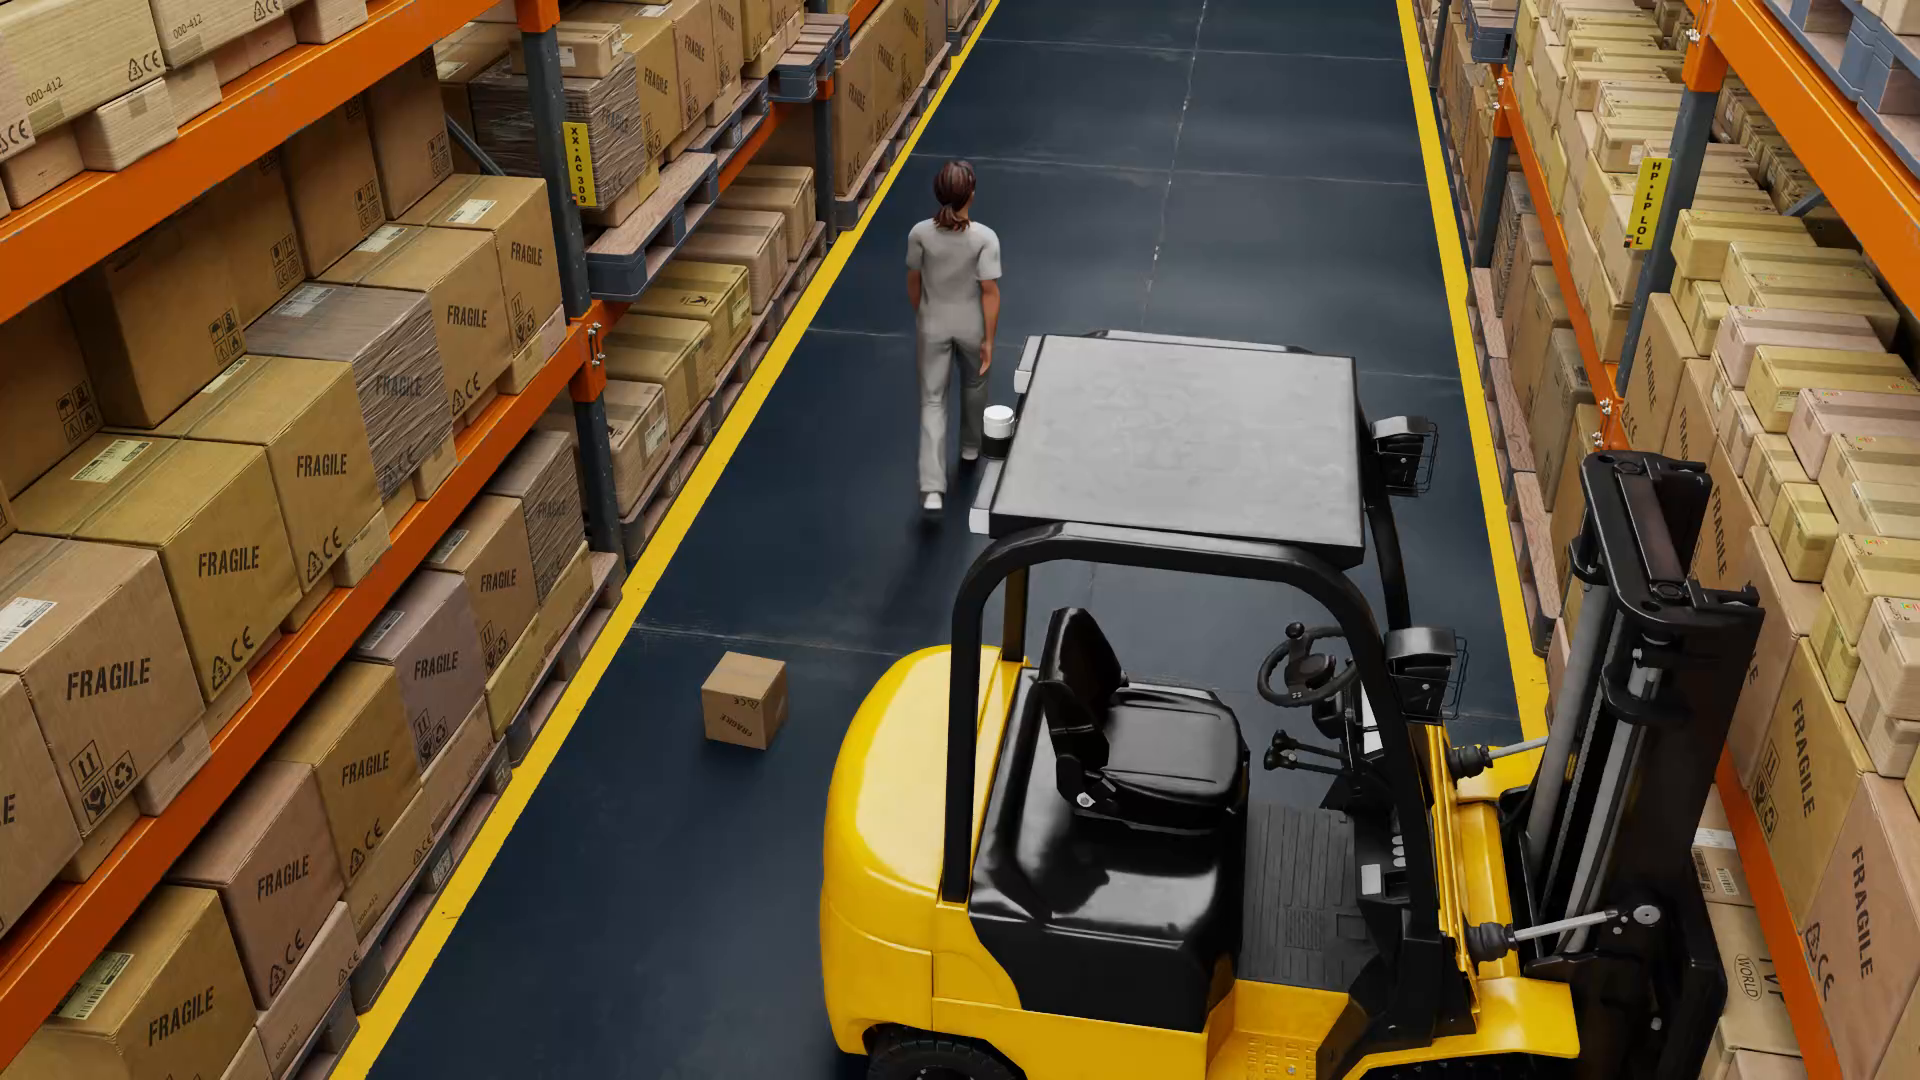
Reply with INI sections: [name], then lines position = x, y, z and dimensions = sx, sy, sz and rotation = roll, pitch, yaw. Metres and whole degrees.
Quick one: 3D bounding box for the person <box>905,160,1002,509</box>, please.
[person]
position = -0.029, -0.967, 7.655
dimensions = 0.442, 1.623, 1.024
rotation = 2, 33, 3
